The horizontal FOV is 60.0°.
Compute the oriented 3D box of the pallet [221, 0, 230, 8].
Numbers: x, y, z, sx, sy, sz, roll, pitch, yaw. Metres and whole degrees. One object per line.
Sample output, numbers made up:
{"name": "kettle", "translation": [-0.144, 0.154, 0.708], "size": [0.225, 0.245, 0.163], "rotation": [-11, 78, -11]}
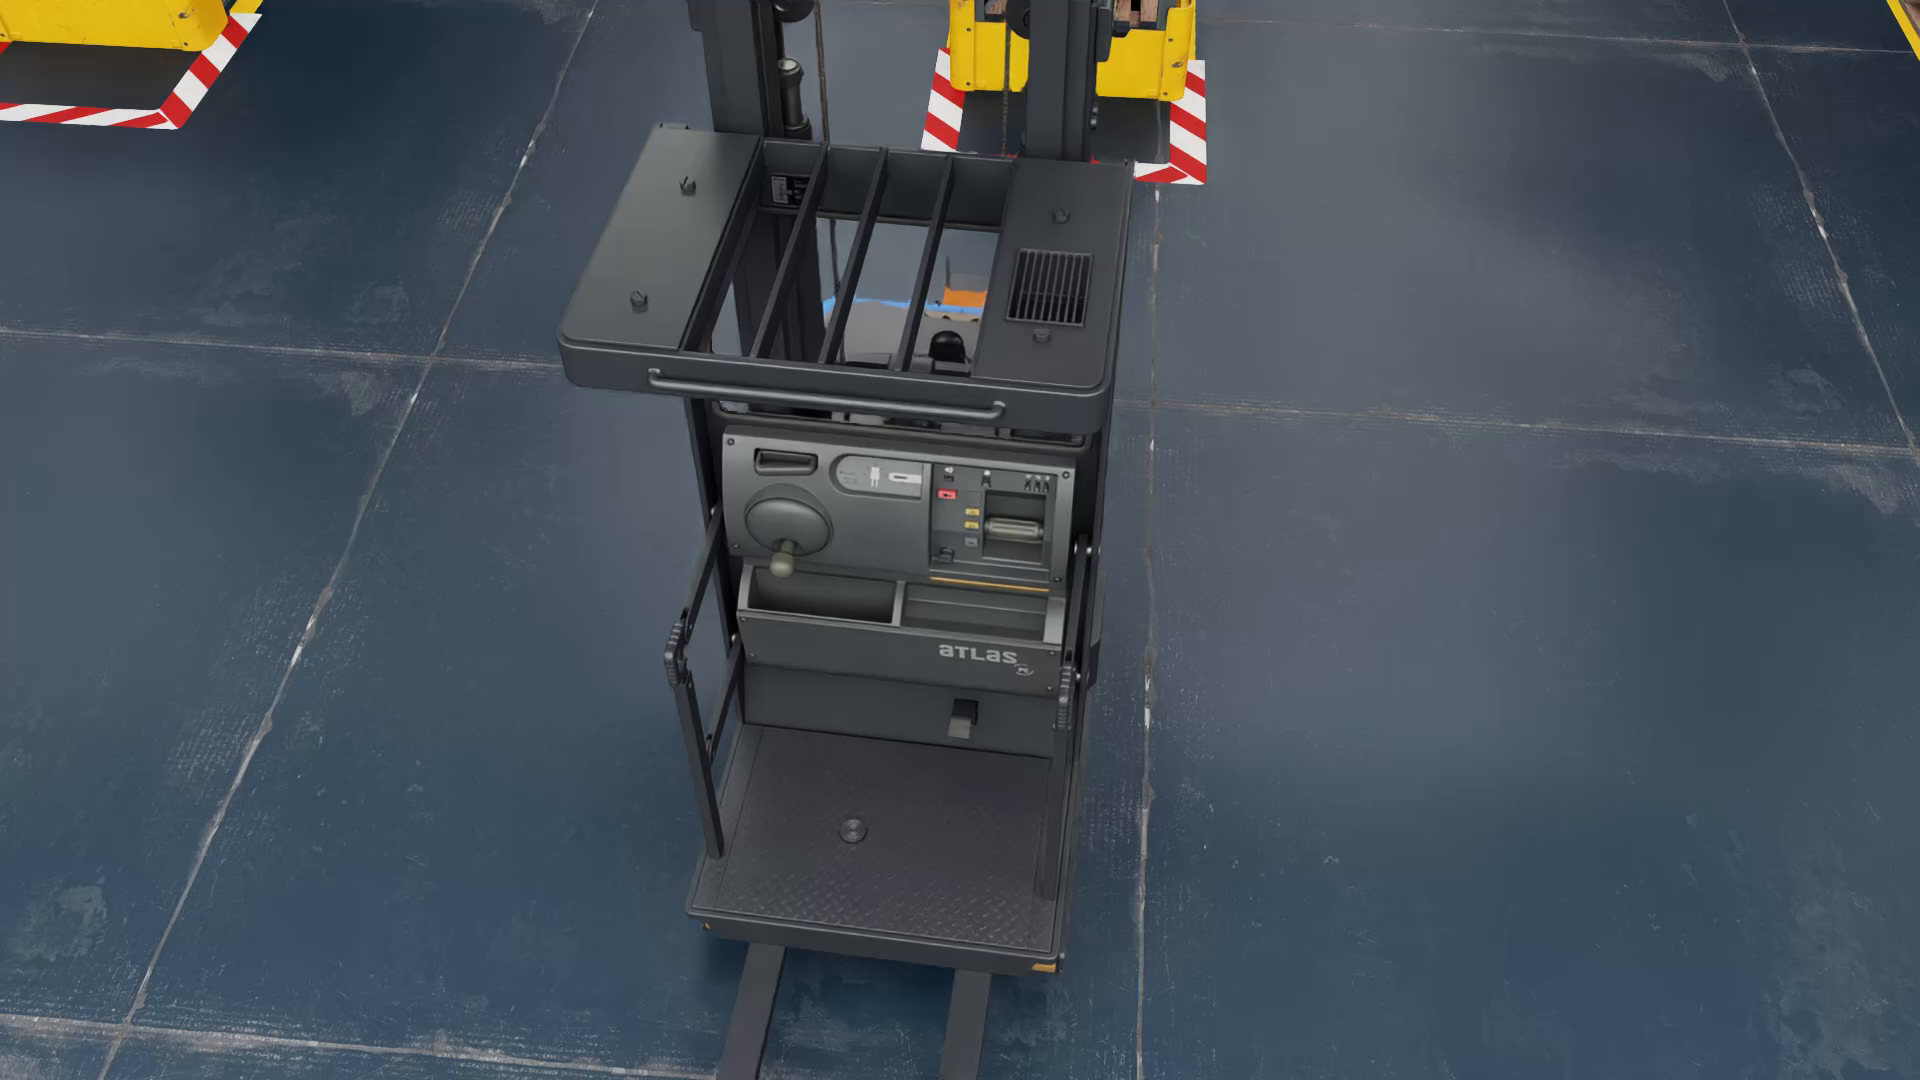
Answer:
{"name": "pallet", "translation": [-4.357, -3.340, 9.162], "size": [1.003, 0.211, 1.213], "rotation": [4, 48, 4]}

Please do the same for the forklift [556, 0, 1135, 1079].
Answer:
{"name": "forklift", "translation": [-0.195, 0.032, 4.235], "size": [1.130, 2.935, 3.031], "rotation": [6, 48, 5]}

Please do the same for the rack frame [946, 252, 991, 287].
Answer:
{"name": "rack frame", "translation": [0.051, -0.624, 6.110], "size": [0.200, 1.050, 0.008], "rotation": [6, 48, 5]}

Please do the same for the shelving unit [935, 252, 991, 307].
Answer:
{"name": "shelving unit", "translation": [0.034, -0.535, 6.028], "size": [0.215, 1.050, 0.252], "rotation": [6, 48, 5]}

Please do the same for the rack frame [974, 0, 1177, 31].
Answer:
{"name": "rack frame", "translation": [0.536, -3.293, 7.229], "size": [1.000, 3.000, 0.127], "rotation": [4, 48, 4]}

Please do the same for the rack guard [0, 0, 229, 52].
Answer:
{"name": "rack guard", "translation": [-4.436, -2.841, 8.510], "size": [1.175, 0.500, 0.348], "rotation": [4, 48, 4]}

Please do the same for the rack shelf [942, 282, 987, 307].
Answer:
{"name": "rack shelf", "translation": [0.034, -0.720, 5.827], "size": [0.215, 0.259, 0.240], "rotation": [6, 48, 5]}

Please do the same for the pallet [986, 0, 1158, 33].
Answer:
{"name": "pallet", "translation": [0.652, -3.002, 8.853], "size": [1.003, 0.211, 1.213], "rotation": [4, 48, 4]}

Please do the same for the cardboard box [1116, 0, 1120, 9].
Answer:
{"name": "cardboard box", "translation": [0.609, -3.049, 8.415], "size": [0.500, 0.500, 0.500], "rotation": [12, 49, 11]}

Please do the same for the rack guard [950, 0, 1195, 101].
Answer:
{"name": "rack guard", "translation": [0.543, -2.505, 8.202], "size": [1.175, 0.500, 0.348], "rotation": [4, 48, 4]}

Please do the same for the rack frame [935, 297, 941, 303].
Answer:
{"name": "rack frame", "translation": [0.017, -0.446, 5.947], "size": [0.200, 1.050, 0.008], "rotation": [6, 48, 5]}
